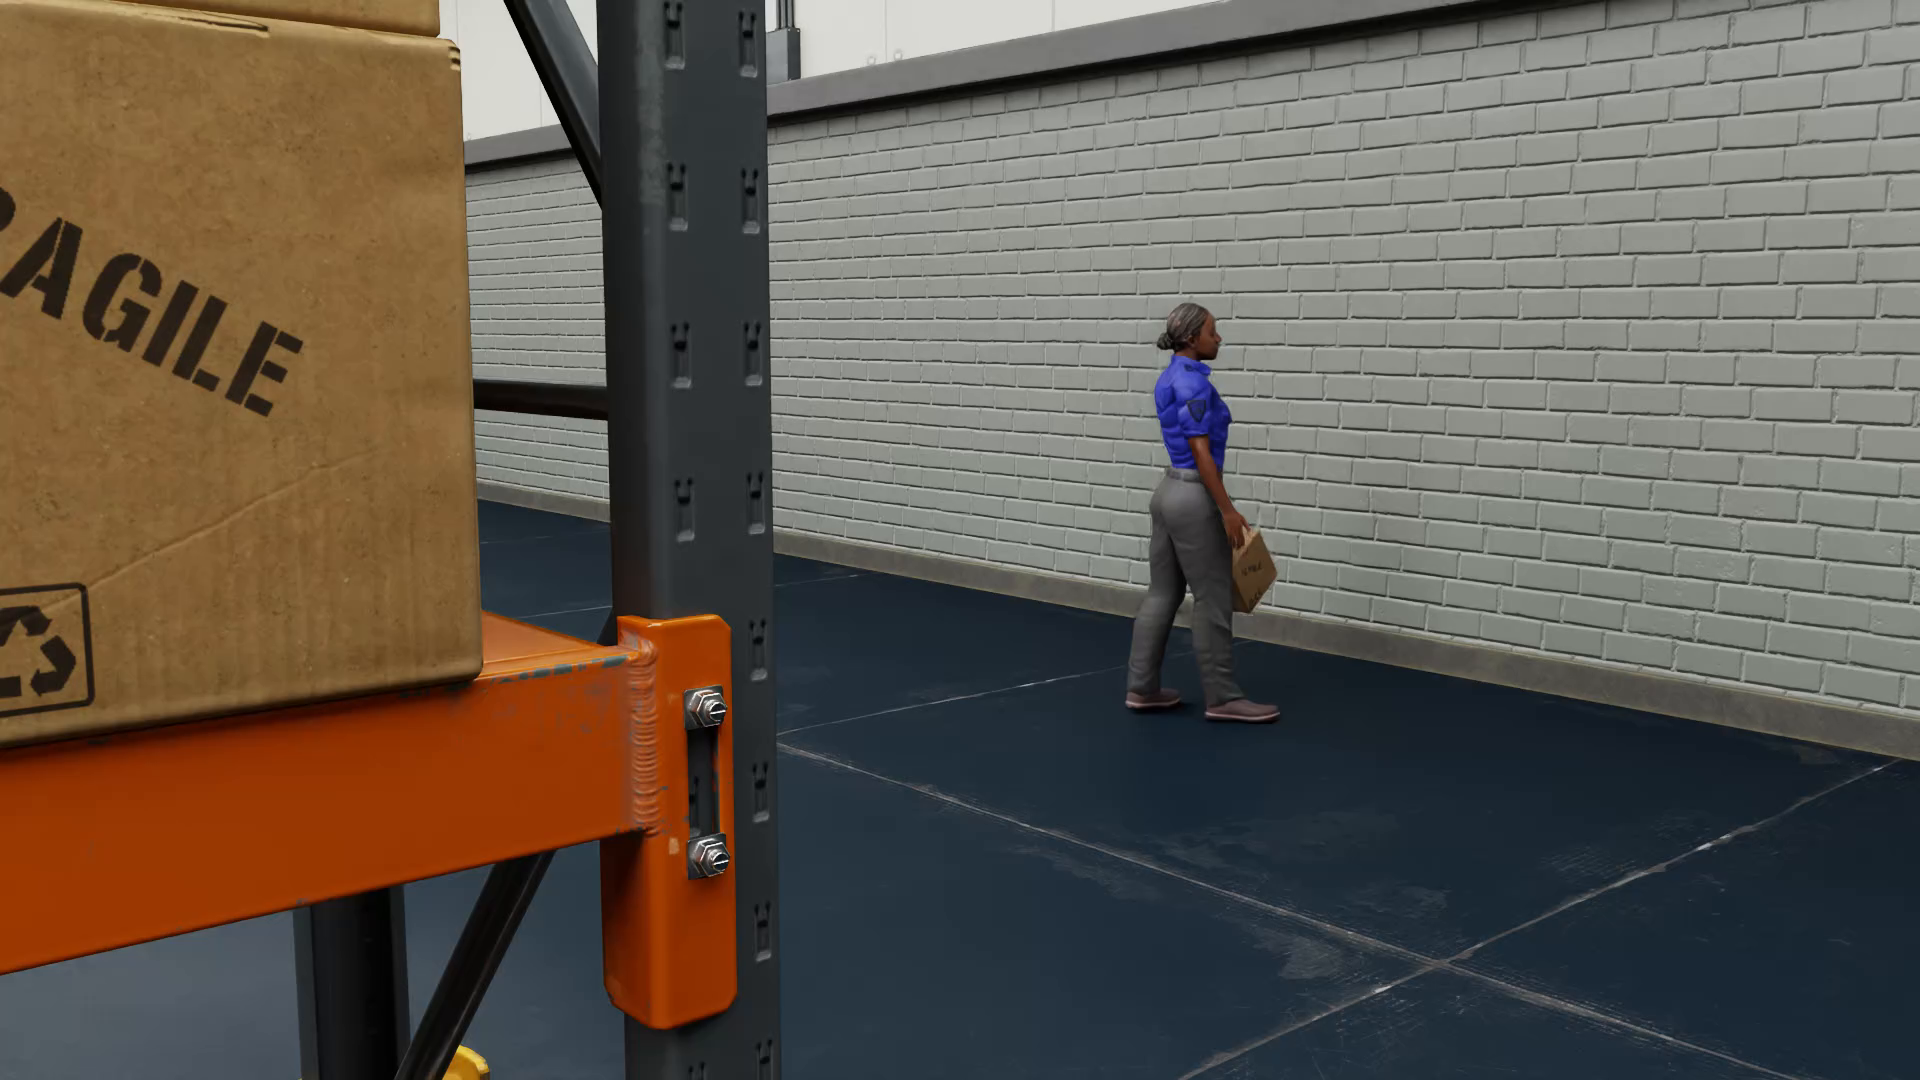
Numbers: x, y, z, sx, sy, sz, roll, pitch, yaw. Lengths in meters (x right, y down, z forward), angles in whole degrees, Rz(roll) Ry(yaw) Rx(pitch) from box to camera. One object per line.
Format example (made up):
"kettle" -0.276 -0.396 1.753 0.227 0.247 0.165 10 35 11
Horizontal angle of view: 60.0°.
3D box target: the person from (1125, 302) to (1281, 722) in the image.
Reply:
"person" 0.970 -0.114 6.637 0.577 1.652 0.546 -1 8 -9
